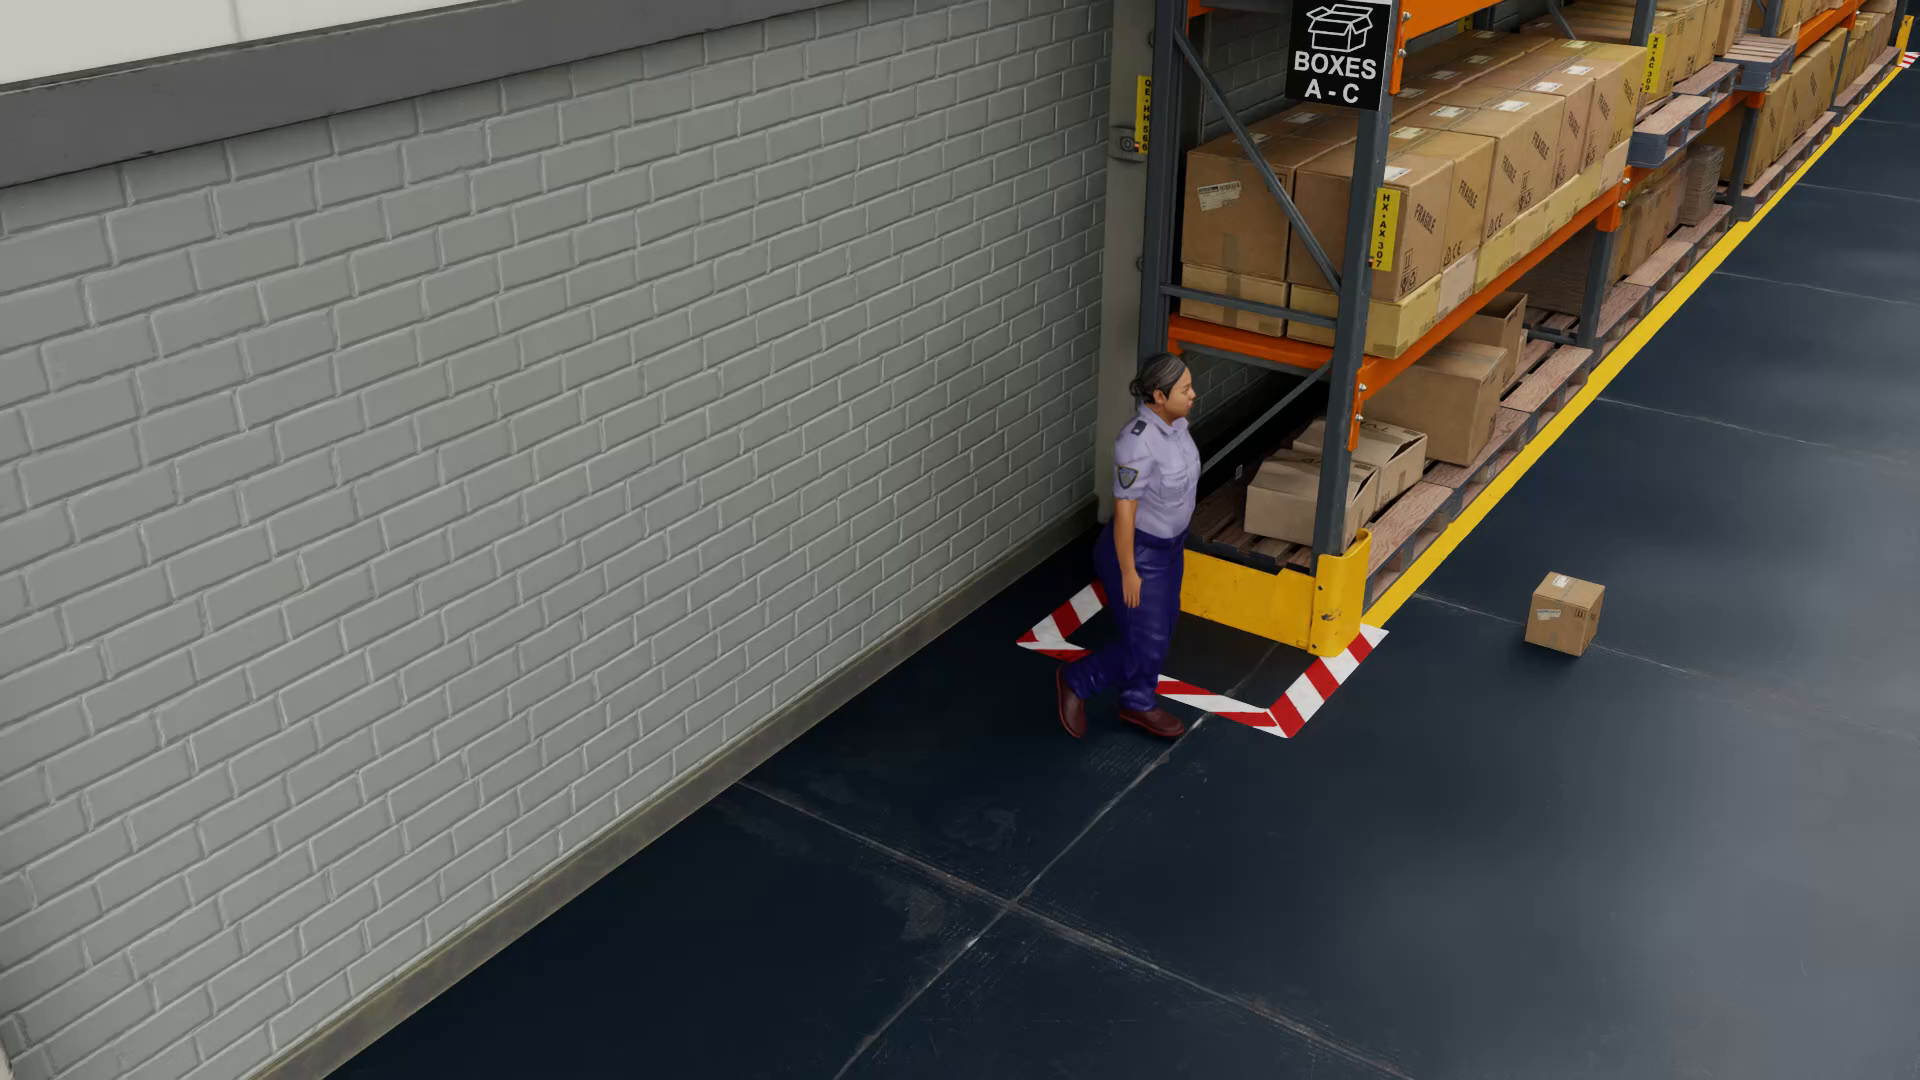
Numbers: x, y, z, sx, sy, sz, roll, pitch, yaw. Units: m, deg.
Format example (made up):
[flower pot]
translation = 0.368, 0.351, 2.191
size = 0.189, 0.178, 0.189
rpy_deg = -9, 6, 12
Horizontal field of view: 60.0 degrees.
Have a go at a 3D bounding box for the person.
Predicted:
[person]
translation = 0.666, 0.036, 6.509
size = 0.514, 1.644, 0.503
rpy_deg = 13, 30, 23
